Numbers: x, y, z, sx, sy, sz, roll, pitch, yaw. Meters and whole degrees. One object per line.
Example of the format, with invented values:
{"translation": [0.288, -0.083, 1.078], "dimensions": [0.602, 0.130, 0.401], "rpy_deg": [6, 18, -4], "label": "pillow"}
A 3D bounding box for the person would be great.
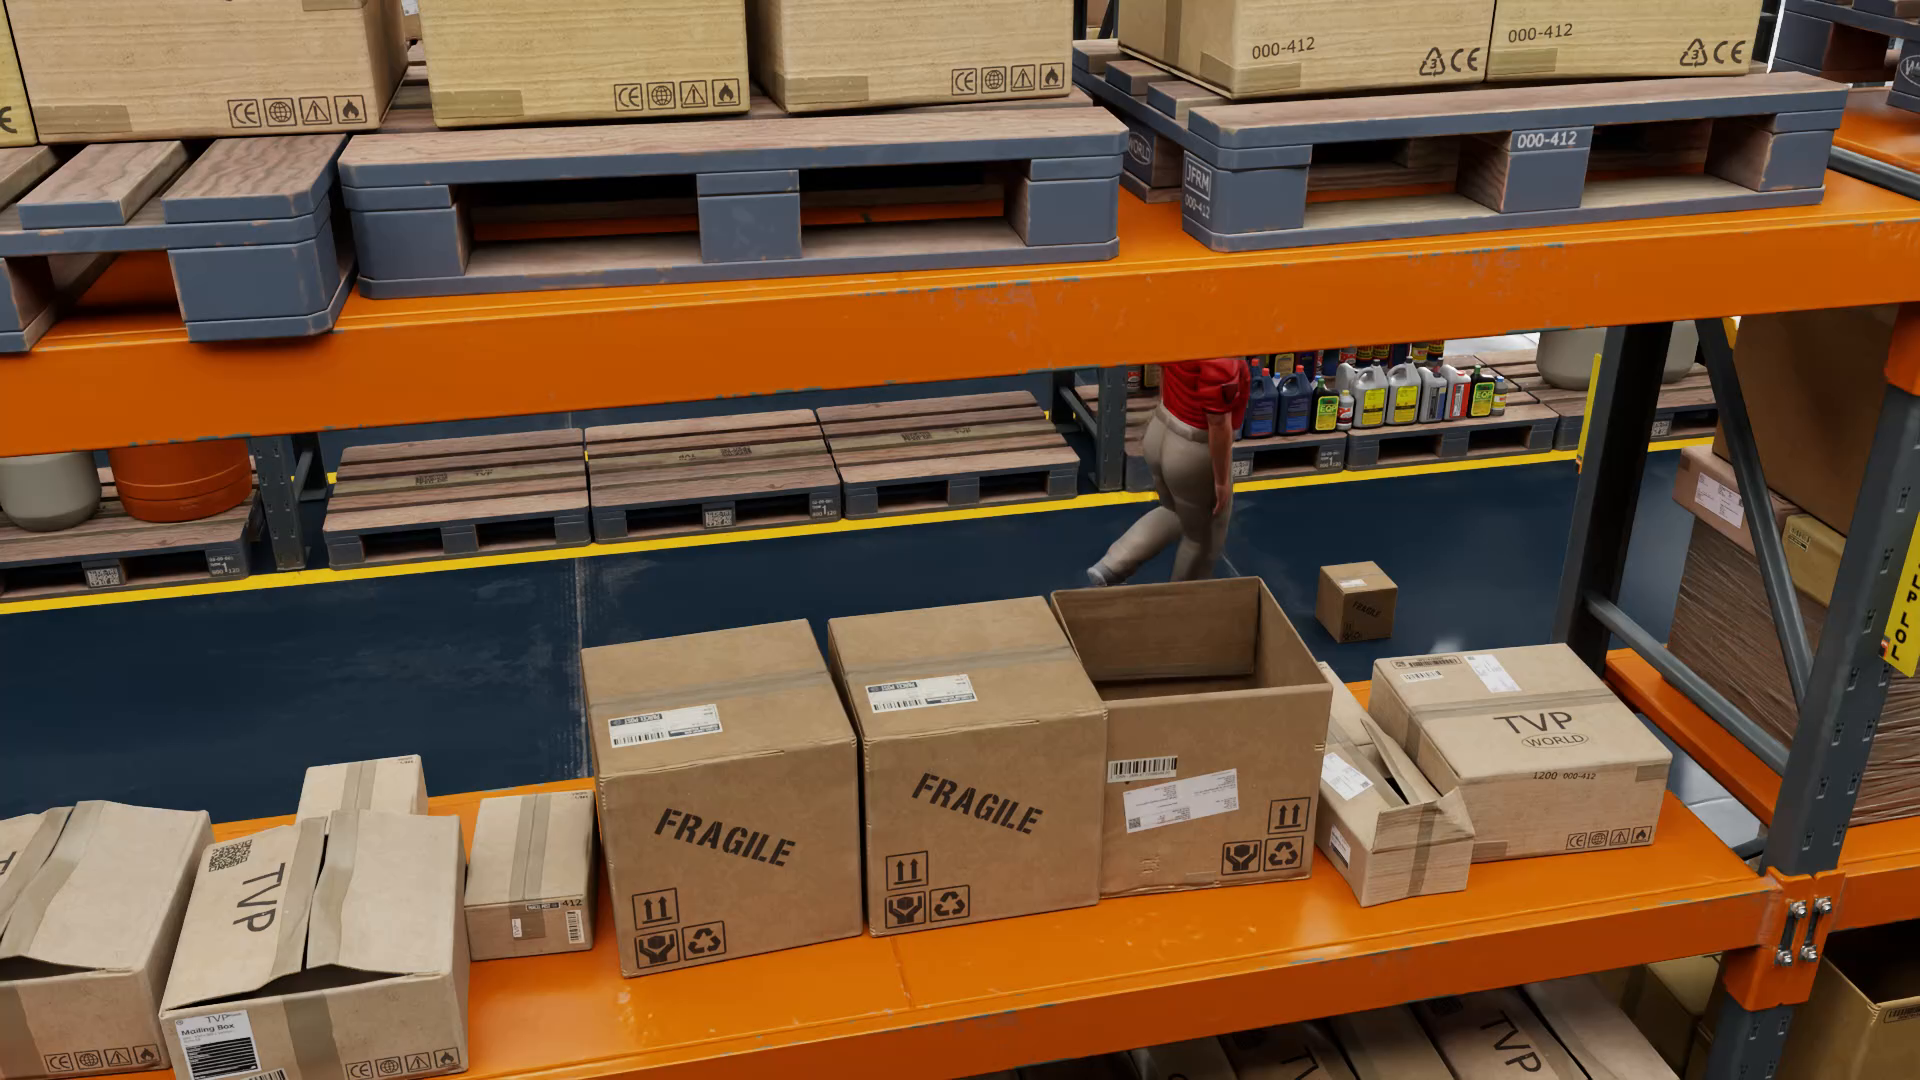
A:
{"translation": [1.012, -0.359, 6.824], "dimensions": [0.500, 1.723, 0.594], "rpy_deg": [-8, 28, -16], "label": "person"}
